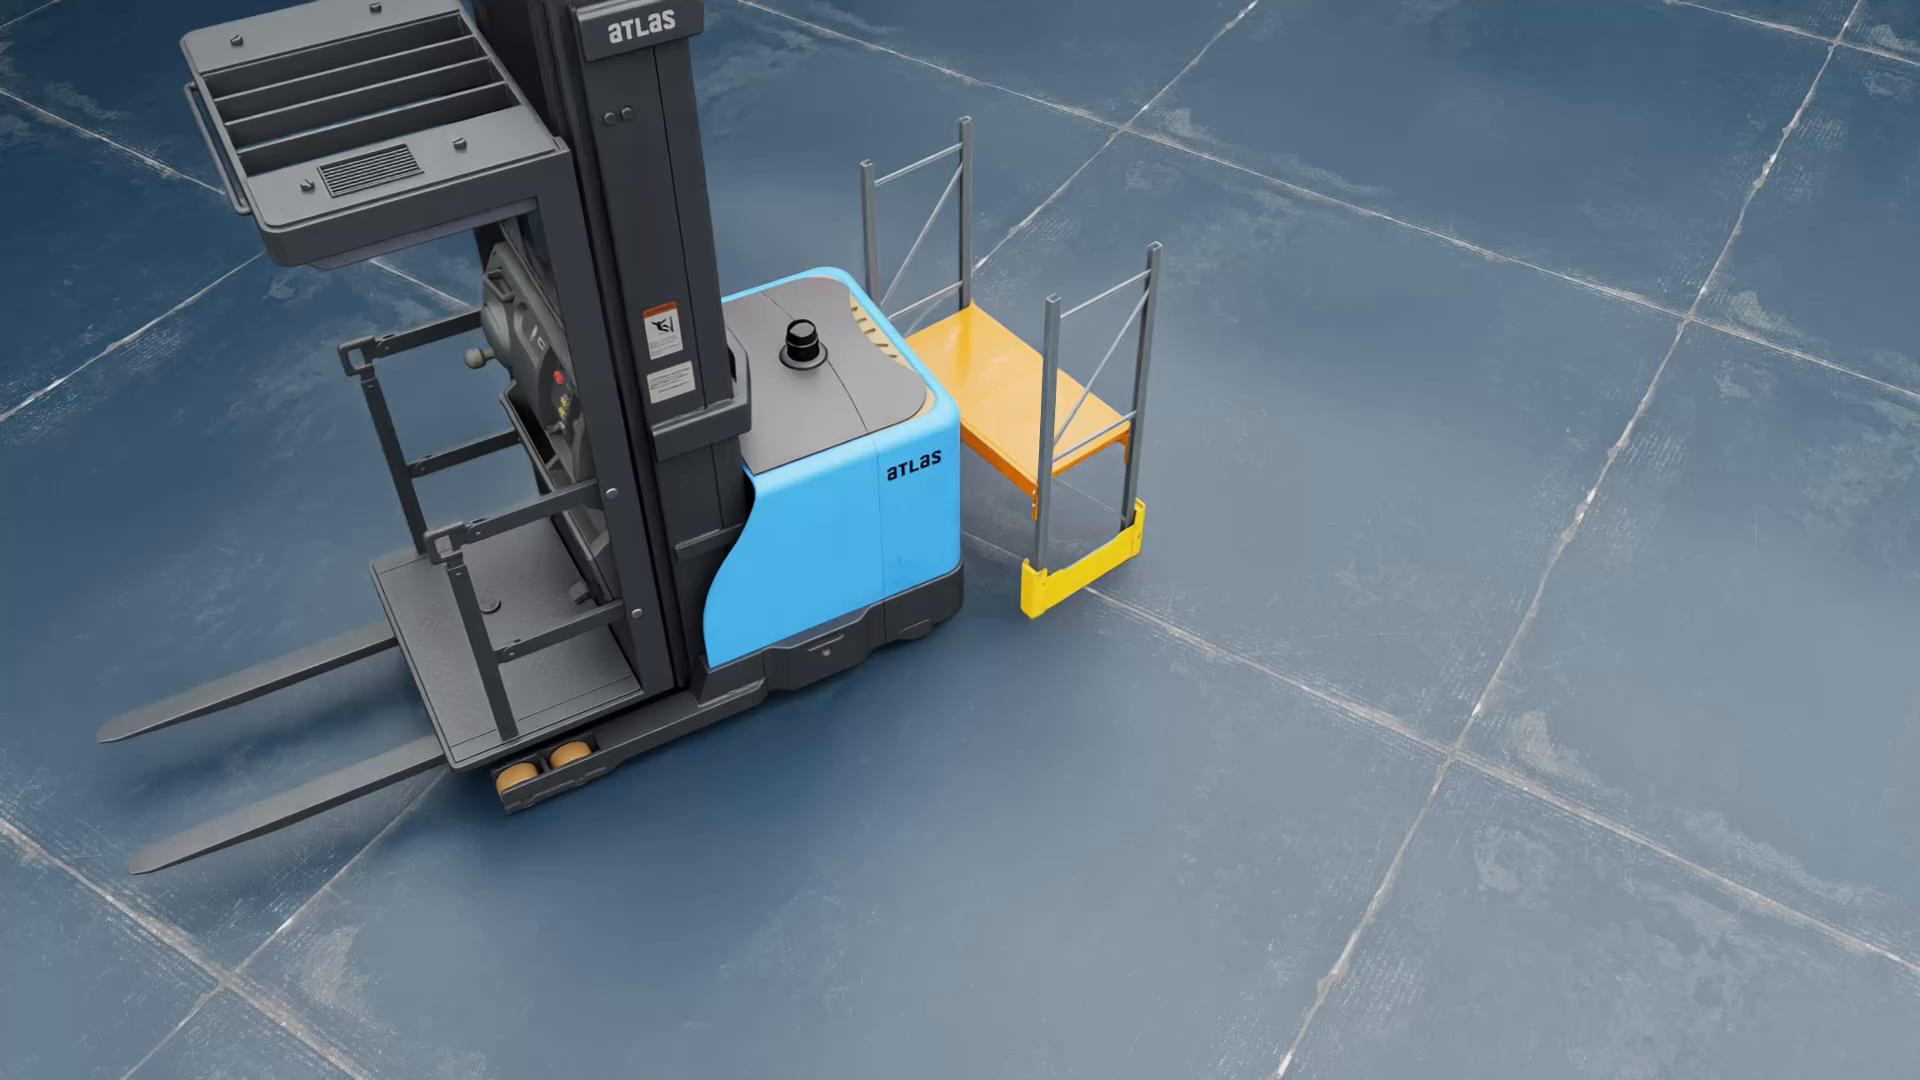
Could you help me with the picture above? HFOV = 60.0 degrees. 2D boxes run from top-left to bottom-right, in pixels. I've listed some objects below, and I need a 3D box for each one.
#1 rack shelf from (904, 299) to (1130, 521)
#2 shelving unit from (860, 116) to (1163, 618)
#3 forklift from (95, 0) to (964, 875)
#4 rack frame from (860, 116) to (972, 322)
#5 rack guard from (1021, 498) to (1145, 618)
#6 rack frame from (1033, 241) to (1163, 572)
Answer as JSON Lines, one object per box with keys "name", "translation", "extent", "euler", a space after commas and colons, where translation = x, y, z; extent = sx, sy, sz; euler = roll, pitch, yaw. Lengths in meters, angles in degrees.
{"name": "rack shelf", "translation": [0.163, -0.528, 6.468], "extent": [0.538, 0.185, 1.000], "euler": [-30, 53, -26]}
{"name": "shelving unit", "translation": [0.168, -0.648, 6.334], "extent": [0.587, 1.500, 1.083], "euler": [-30, 53, -26]}
{"name": "forklift", "translation": [-1.527, -0.515, 5.207], "extent": [3.031, 2.935, 1.130], "euler": [-22, 50, -20]}
{"name": "rack frame", "translation": [-0.158, -0.936, 6.614], "extent": [0.500, 1.500, 0.032], "euler": [-30, 53, -26]}
{"name": "rack guard", "translation": [0.482, 0.065, 6.513], "extent": [0.587, 0.250, 0.087], "euler": [-30, 53, -26]}
{"name": "rack frame", "translation": [0.483, -0.370, 6.064], "extent": [0.500, 1.500, 0.032], "euler": [-30, 53, -26]}
